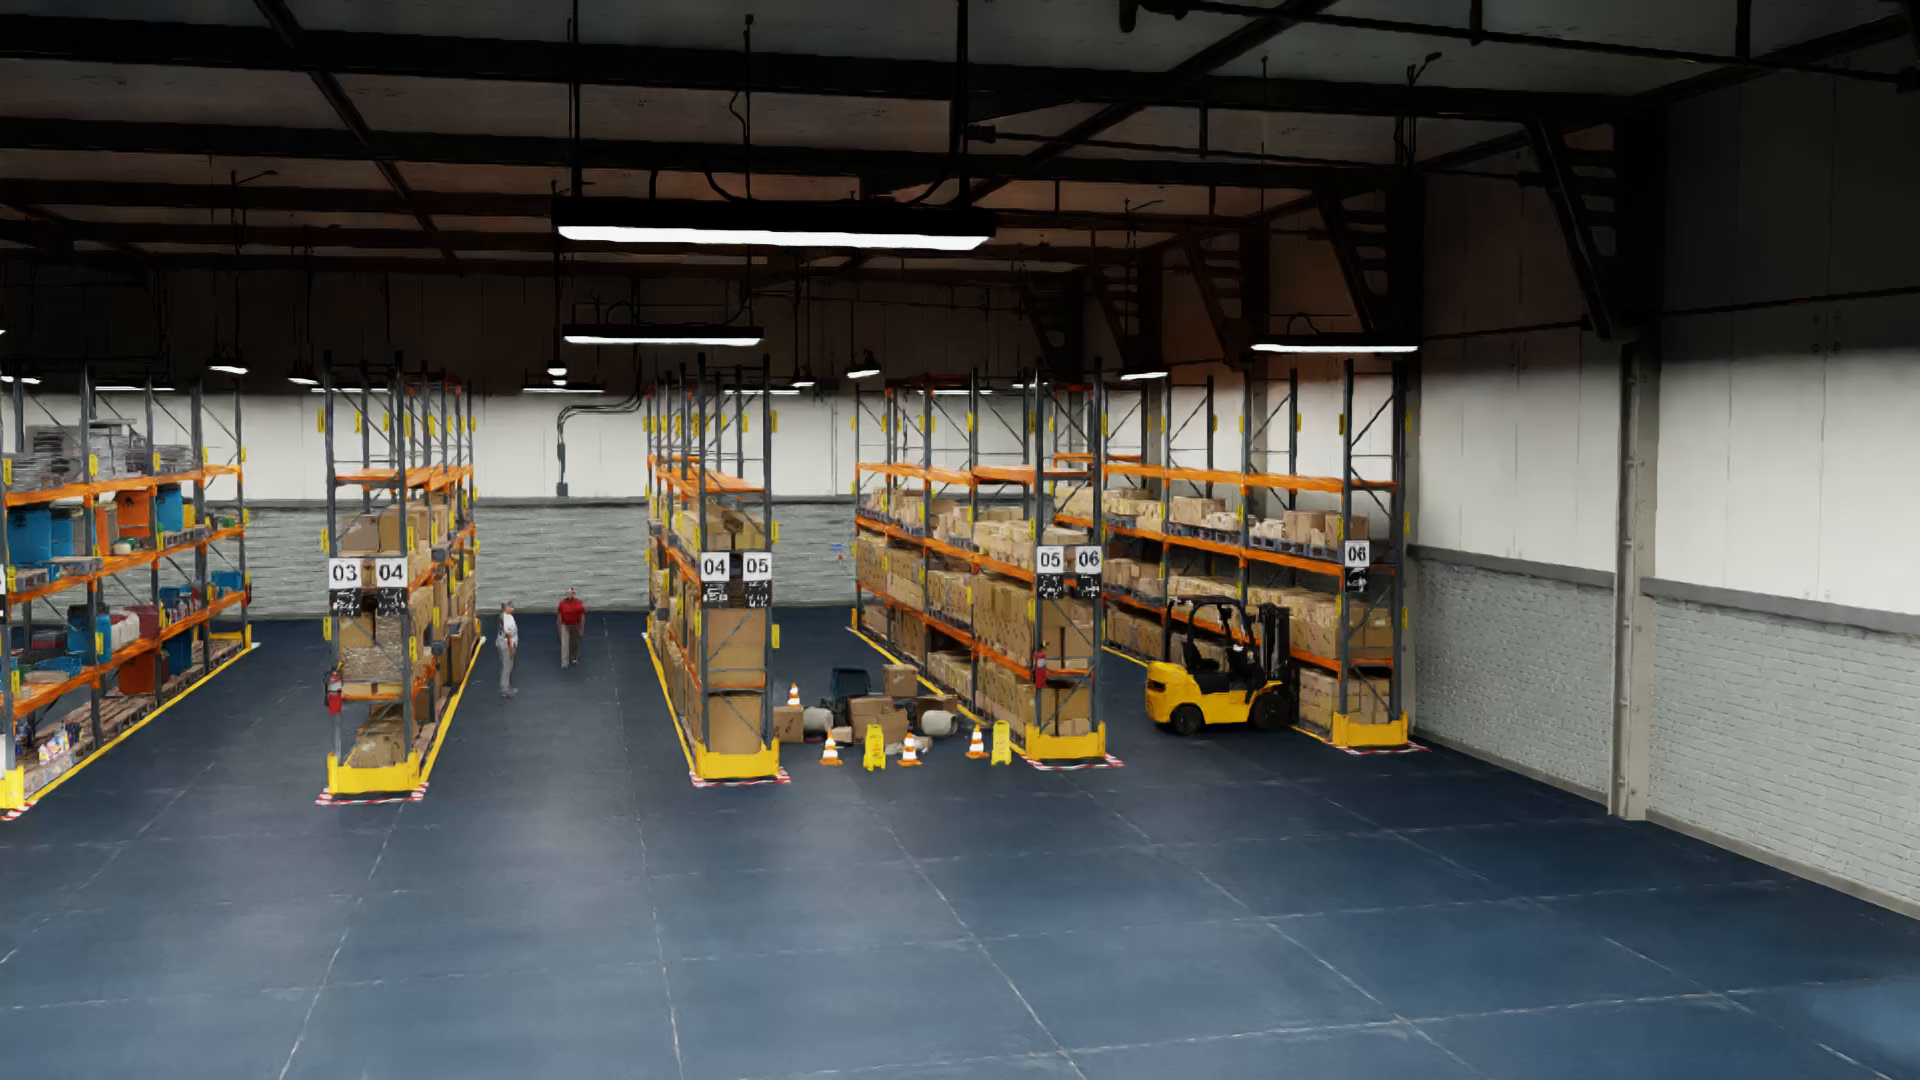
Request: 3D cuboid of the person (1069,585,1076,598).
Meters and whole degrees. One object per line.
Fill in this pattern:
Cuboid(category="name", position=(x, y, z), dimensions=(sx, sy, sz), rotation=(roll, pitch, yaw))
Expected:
Cuboid(category="person", position=(3.046, 1.212, 42.804), dimensions=(0.685, 1.633, 0.518), rotation=(-3, 5, -37))

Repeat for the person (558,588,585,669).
Cuboid(category="person", position=(-7.972, 1.789, 34.121), dimensions=(0.540, 1.646, 1.130), rotation=(-1, 4, -15))

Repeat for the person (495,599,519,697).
Cuboid(category="person", position=(-8.329, 1.975, 30.622), dimensions=(0.430, 1.776, 0.674), rotation=(-2, 4, -27))
